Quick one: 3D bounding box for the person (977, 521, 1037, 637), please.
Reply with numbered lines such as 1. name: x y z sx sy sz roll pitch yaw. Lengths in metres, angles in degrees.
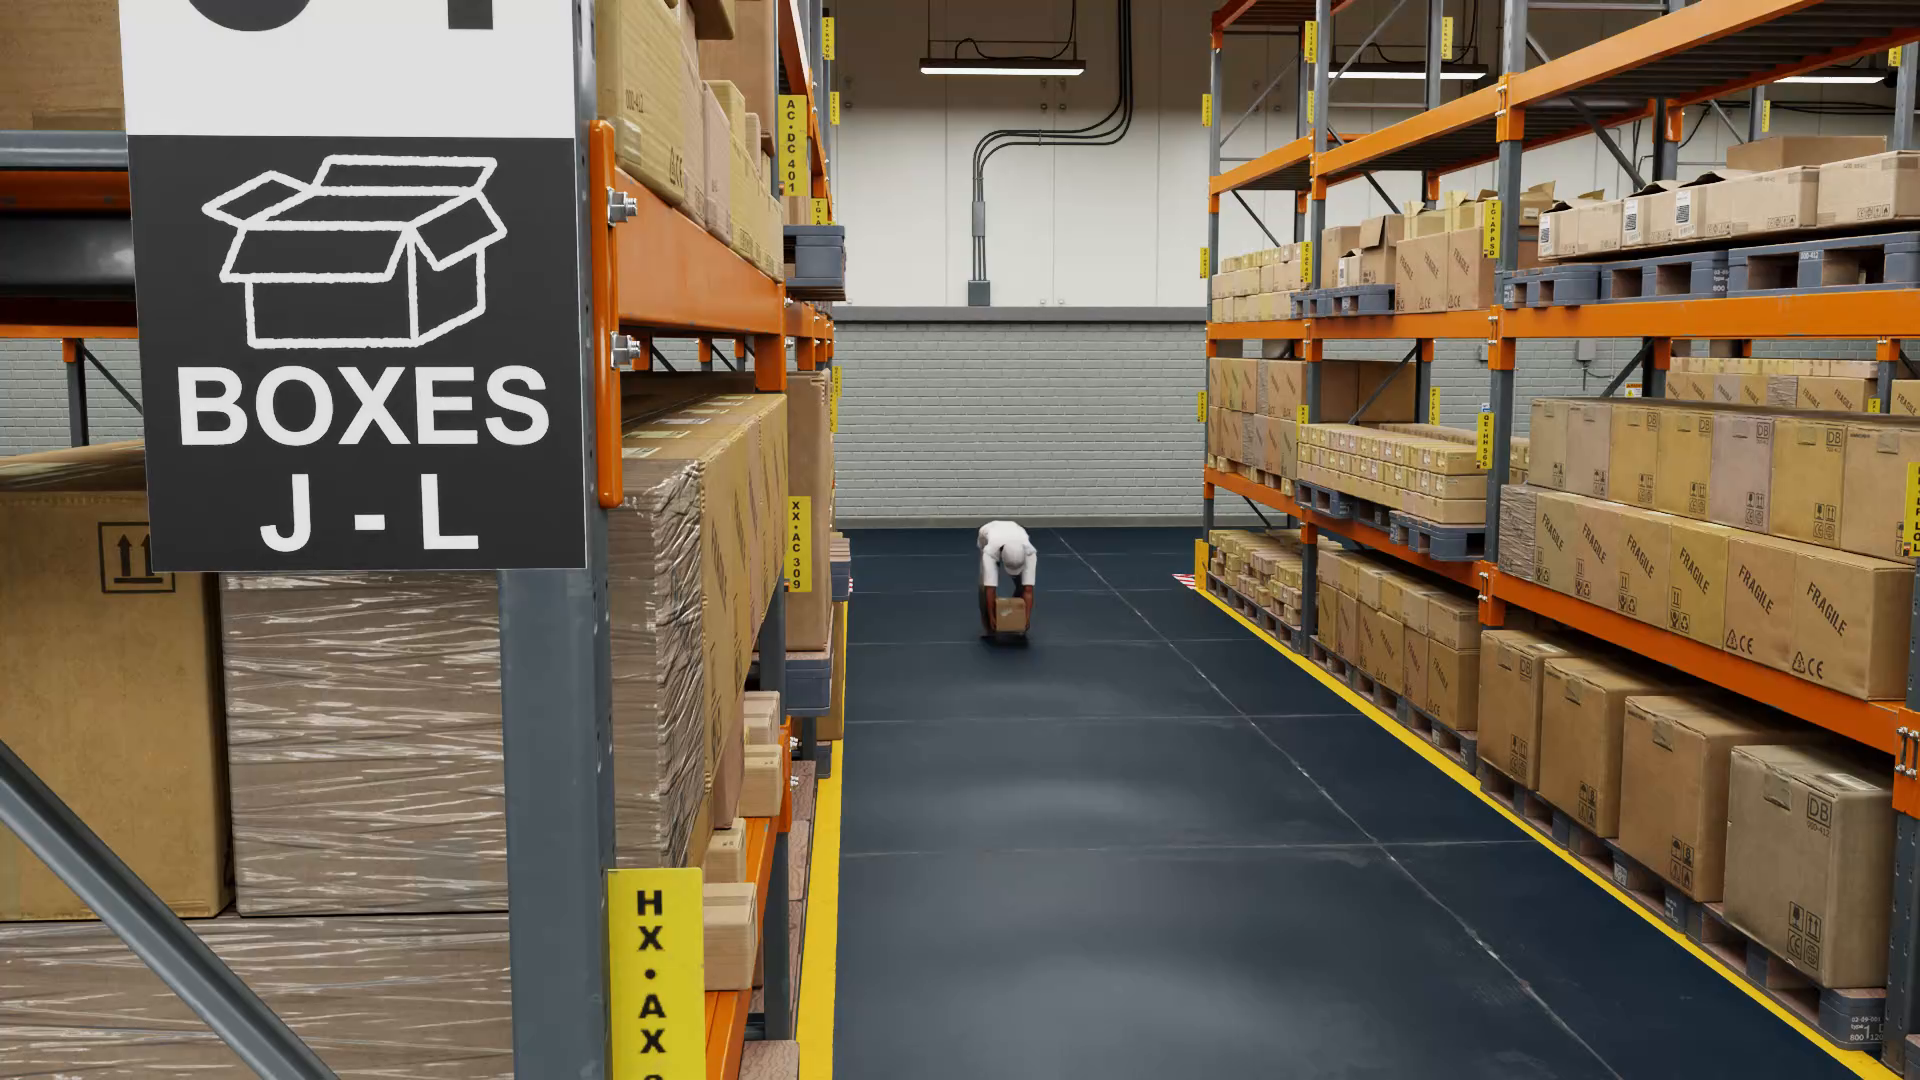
1. person: 0.417 0.368 14.638 0.498 1.031 0.979 -1 7 -6
